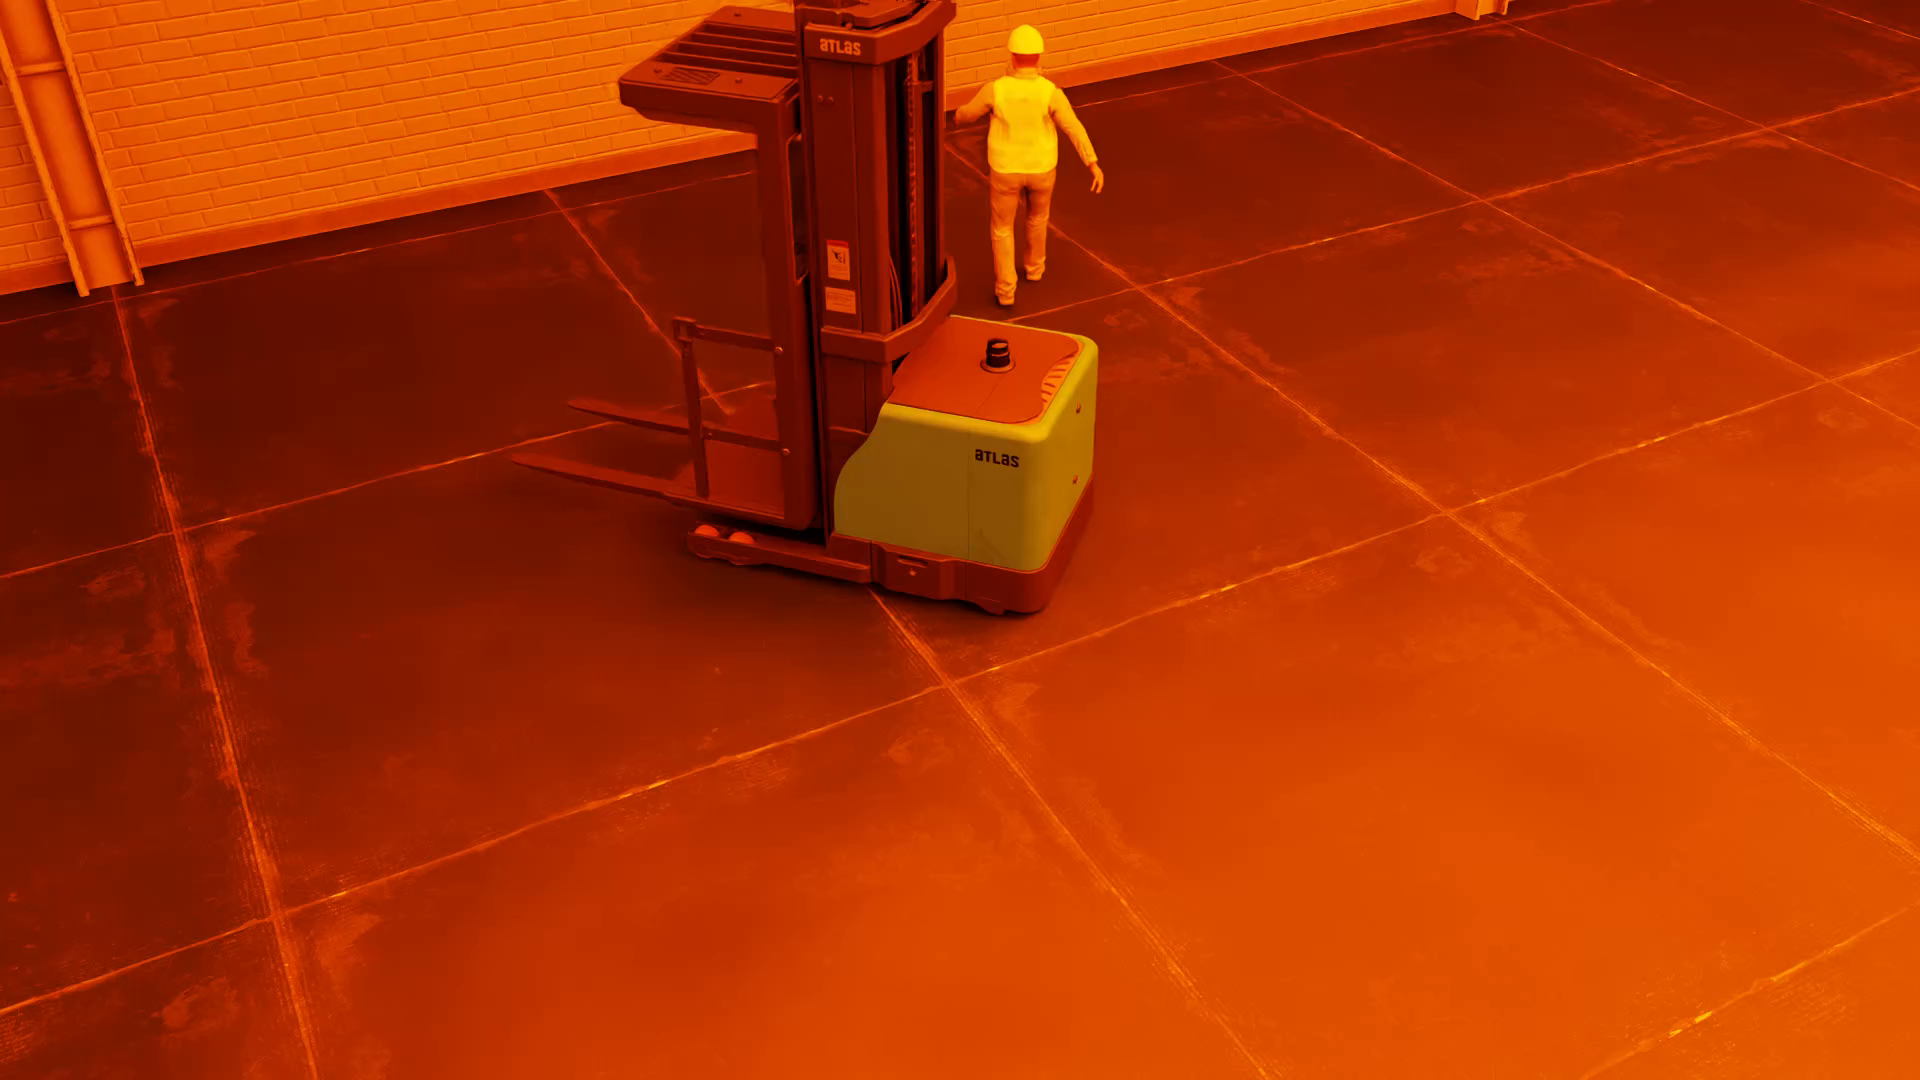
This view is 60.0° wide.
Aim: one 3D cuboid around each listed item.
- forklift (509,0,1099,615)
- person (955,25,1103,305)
[{"bbox_3d":[-0.875,-1.342,8.022,3.031,2.935,1.130,11,37,16],"label":"forklift"},{"bbox_3d":[0.431,-2.400,10.560,0.943,1.753,0.756,1,35,1],"label":"person"}]
